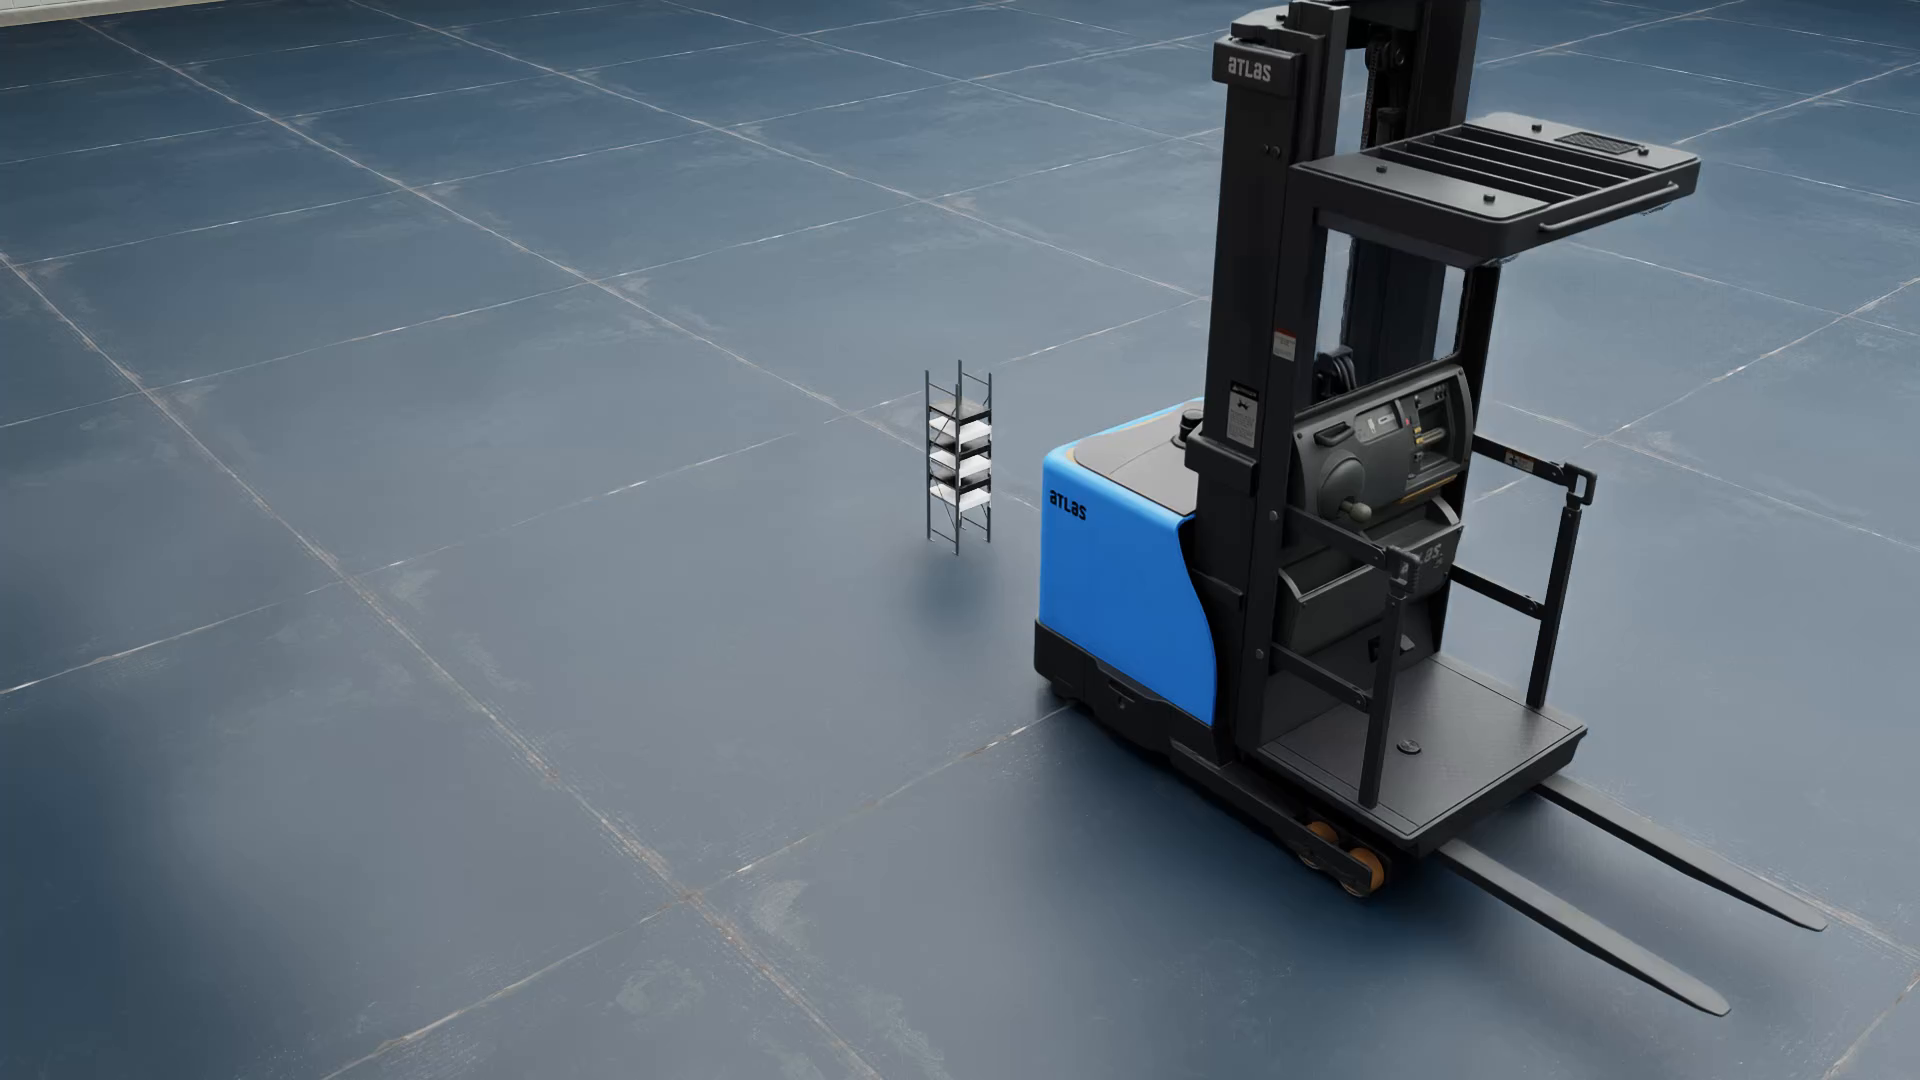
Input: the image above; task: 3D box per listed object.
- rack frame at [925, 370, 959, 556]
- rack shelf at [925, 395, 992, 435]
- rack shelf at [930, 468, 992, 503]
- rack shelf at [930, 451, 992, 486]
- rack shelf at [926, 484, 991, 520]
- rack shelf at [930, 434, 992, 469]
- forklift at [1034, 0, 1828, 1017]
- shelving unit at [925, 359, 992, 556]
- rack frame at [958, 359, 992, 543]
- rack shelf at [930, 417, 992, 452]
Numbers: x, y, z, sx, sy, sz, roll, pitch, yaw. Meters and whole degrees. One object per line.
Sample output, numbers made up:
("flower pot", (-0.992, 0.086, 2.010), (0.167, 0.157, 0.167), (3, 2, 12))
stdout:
("rack frame", (-0.084, -0.363, 7.975), (0.006, 0.900, 0.240), (-22, 35, -35))
("rack shelf", (-0.006, -0.603, 7.922), (0.200, 0.077, 0.258), (-22, 35, -35))
("rack shelf", (-0.006, -0.286, 8.091), (0.200, 0.077, 0.258), (-22, 35, -35))
("rack shelf", (-0.006, -0.365, 8.049), (0.200, 0.077, 0.258), (-22, 35, -35))
("rack shelf", (-0.006, -0.206, 8.134), (0.200, 0.077, 0.258), (-22, 35, -35))
("rack shelf", (-0.006, -0.444, 8.007), (0.200, 0.077, 0.258), (-22, 35, -35))
("forklift", (1.630, -0.299, 5.701), (1.130, 2.935, 3.031), (-21, 34, -34))
("shelving unit", (-0.006, -0.394, 8.033), (0.210, 0.900, 0.258), (-22, 35, -35))
("rack frame", (0.071, -0.426, 8.091), (0.006, 0.900, 0.240), (-22, 35, -35))
("rack shelf", (-0.006, -0.524, 7.964), (0.200, 0.077, 0.258), (-22, 35, -35))
